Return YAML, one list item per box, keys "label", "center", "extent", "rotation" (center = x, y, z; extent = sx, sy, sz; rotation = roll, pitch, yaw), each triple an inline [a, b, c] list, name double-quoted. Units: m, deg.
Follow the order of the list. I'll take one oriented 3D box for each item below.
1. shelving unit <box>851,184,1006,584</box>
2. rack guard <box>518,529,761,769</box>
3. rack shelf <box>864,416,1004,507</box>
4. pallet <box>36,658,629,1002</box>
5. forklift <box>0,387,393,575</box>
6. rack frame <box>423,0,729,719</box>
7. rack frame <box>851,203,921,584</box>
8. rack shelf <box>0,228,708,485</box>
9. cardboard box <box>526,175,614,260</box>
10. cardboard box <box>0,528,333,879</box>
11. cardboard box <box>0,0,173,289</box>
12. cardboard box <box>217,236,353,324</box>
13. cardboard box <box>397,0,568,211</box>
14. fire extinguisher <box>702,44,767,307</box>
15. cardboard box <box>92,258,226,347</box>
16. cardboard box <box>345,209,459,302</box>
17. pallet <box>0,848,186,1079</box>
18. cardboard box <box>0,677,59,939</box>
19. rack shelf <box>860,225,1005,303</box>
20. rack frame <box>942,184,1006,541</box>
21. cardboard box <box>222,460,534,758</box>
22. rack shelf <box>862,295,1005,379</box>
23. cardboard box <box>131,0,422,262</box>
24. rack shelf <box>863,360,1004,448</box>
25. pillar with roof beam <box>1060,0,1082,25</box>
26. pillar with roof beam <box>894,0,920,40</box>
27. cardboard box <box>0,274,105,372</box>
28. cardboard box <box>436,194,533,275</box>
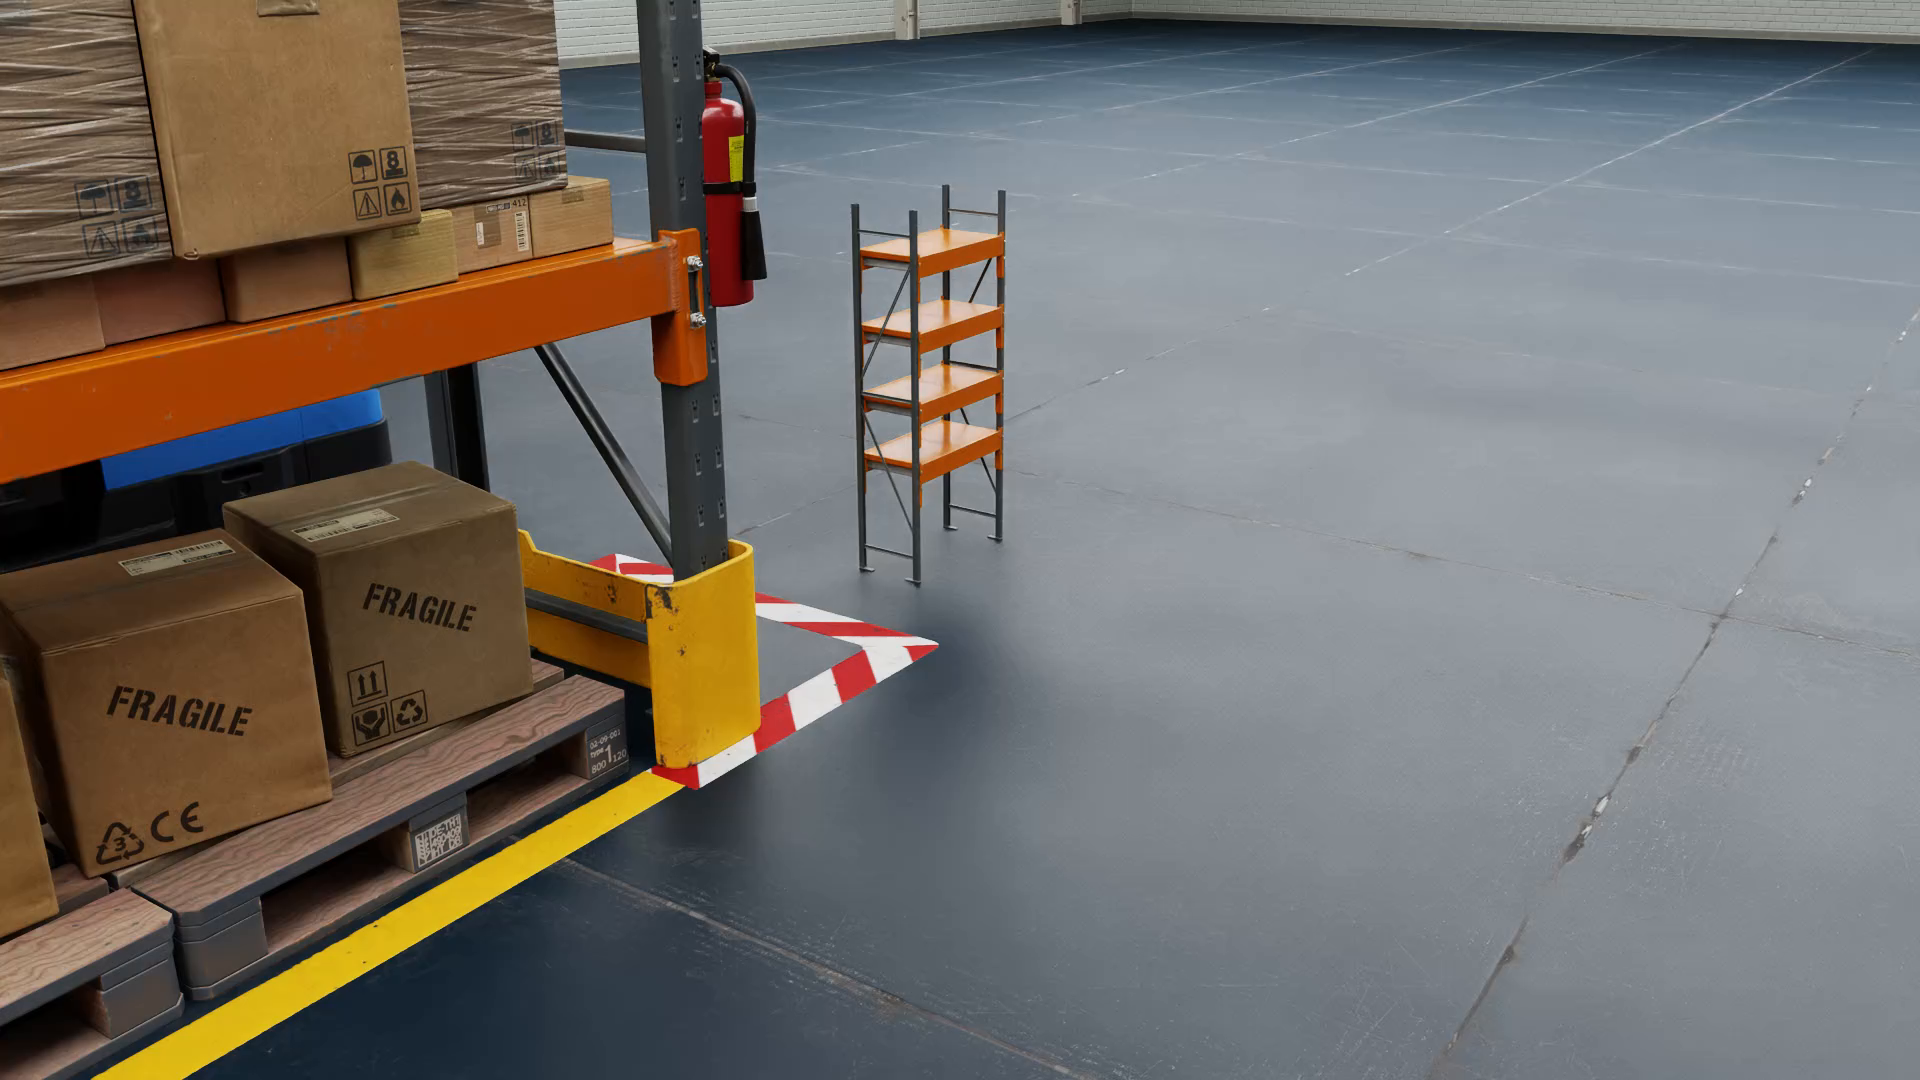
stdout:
- label: "shelving unit"
  center: [-0.093, -0.515, 5.428]
  extent: [0.258, 1.200, 0.503]
  rotation: [13, 24, 32]
- label: "rack guard"
  center: [-1.085, 0.189, 4.532]
  extent: [1.175, 0.500, 0.348]
  rotation: [13, 24, 32]
- label: "rack shelf"
  center: [-0.093, -0.266, 5.521]
  extent: [0.258, 0.148, 0.480]
  rotation: [13, 24, 32]
- label: "pallet"
  center: [-1.571, 0.551, 3.971]
  extent: [1.003, 0.211, 1.213]
  rotation: [13, 24, 32]
- label: "forklift"
  center: [-3.397, -1.225, 4.853]
  extent: [1.130, 2.935, 3.031]
  rotation: [15, 25, 36]
- label: "rack frame"
  center: [-1.042, -1.005, 4.158]
  extent: [1.000, 3.000, 0.127]
  rotation: [13, 24, 32]
- label: "rack frame"
  center: [-0.230, -0.445, 5.239]
  extent: [0.240, 1.200, 0.015]
  rotation: [13, 24, 32]
- label: "rack shelf"
  center: [-2.167, -0.094, 2.731]
  extent: [1.077, 0.370, 4.000]
  rotation: [13, 24, 32]
- label: "cardboard box"
  center: [-1.032, -0.765, 3.871]
  extent: [0.380, 0.149, 0.250]
  rotation: [13, 24, 32]
- label: "cardboard box"
  center: [-1.715, 0.325, 3.561]
  extent: [0.500, 0.500, 0.500]
  rotation: [-17, 26, -38]
- label: "cardboard box"
  center: [-1.873, -0.737, 2.860]
  extent: [0.875, 0.500, 0.500]
  rotation: [13, 24, 32]
- label: "cardboard box"
  center: [-1.424, -0.543, 3.271]
  extent: [0.380, 0.149, 0.250]
  rotation: [13, 24, 32]
- label: "cardboard box"
  center: [-1.374, -1.039, 3.676]
  extent: [0.875, 0.500, 0.500]
  rotation: [13, 24, 32]
- label: "fire extinguisher"
  center: [-0.597, -0.911, 4.017]
  extent: [0.296, 0.674, 0.183]
  rotation: [13, 24, 32]
- label: "cardboard box"
  center: [-1.599, -0.479, 3.099]
  extent: [0.380, 0.149, 0.250]
  rotation: [13, 24, 32]
- label: "cardboard box"
  center: [-1.271, -0.612, 3.457]
  extent: [0.380, 0.149, 0.250]
  rotation: [13, 24, 32]
- label: "pallet"
  center: [-2.257, 0.900, 3.028]
  extent: [1.003, 0.211, 1.213]
  rotation: [13, 24, 32]
- label: "cardboard box"
  center: [-2.083, 0.501, 3.085]
  extent: [0.500, 0.500, 0.500]
  rotation: [16, 26, 37]
- label: "rack shelf"
  center: [-0.093, -0.884, 5.292]
  extent: [0.258, 0.148, 0.480]
  rotation: [13, 24, 32]
- label: "rack frame"
  center: [0.044, -0.585, 5.618]
  extent: [0.240, 1.200, 0.015]
  rotation: [13, 24, 32]
- label: "cardboard box"
  center: [-1.407, 0.147, 4.043]
  extent: [0.500, 0.500, 0.500]
  rotation: [19, 28, 42]
- label: "rack shelf"
  center: [-0.093, -0.662, 5.374]
  extent: [0.258, 0.148, 0.480]
  rotation: [13, 24, 32]
- label: "cardboard box"
  center: [-1.556, -0.872, 3.225]
  extent: [0.875, 0.500, 0.500]
  rotation: [13, 24, 32]
- label: "rack shelf"
  center: [-0.093, -0.452, 5.452]
  extent: [0.258, 0.148, 0.480]
  rotation: [13, 24, 32]
- label: "pillar with roof beam"
  center: [5.942, -14.462, 31.891]
  extent: [9.100, 9.000, 0.400]
  rotation: [13, 24, 32]
- label: "pillar with roof beam"
  center: [2.569, -12.741, 27.237]
  extent: [9.100, 9.000, 0.400]
  rotation: [13, 24, 32]
- label: "cardboard box"
  center: [-1.721, -0.403, 2.893]
  extent: [0.380, 0.149, 0.250]
  rotation: [13, 24, 32]
- label: "cardboard box"
  center: [-1.173, -0.693, 3.678]
  extent: [0.380, 0.149, 0.250]
  rotation: [13, 24, 32]
